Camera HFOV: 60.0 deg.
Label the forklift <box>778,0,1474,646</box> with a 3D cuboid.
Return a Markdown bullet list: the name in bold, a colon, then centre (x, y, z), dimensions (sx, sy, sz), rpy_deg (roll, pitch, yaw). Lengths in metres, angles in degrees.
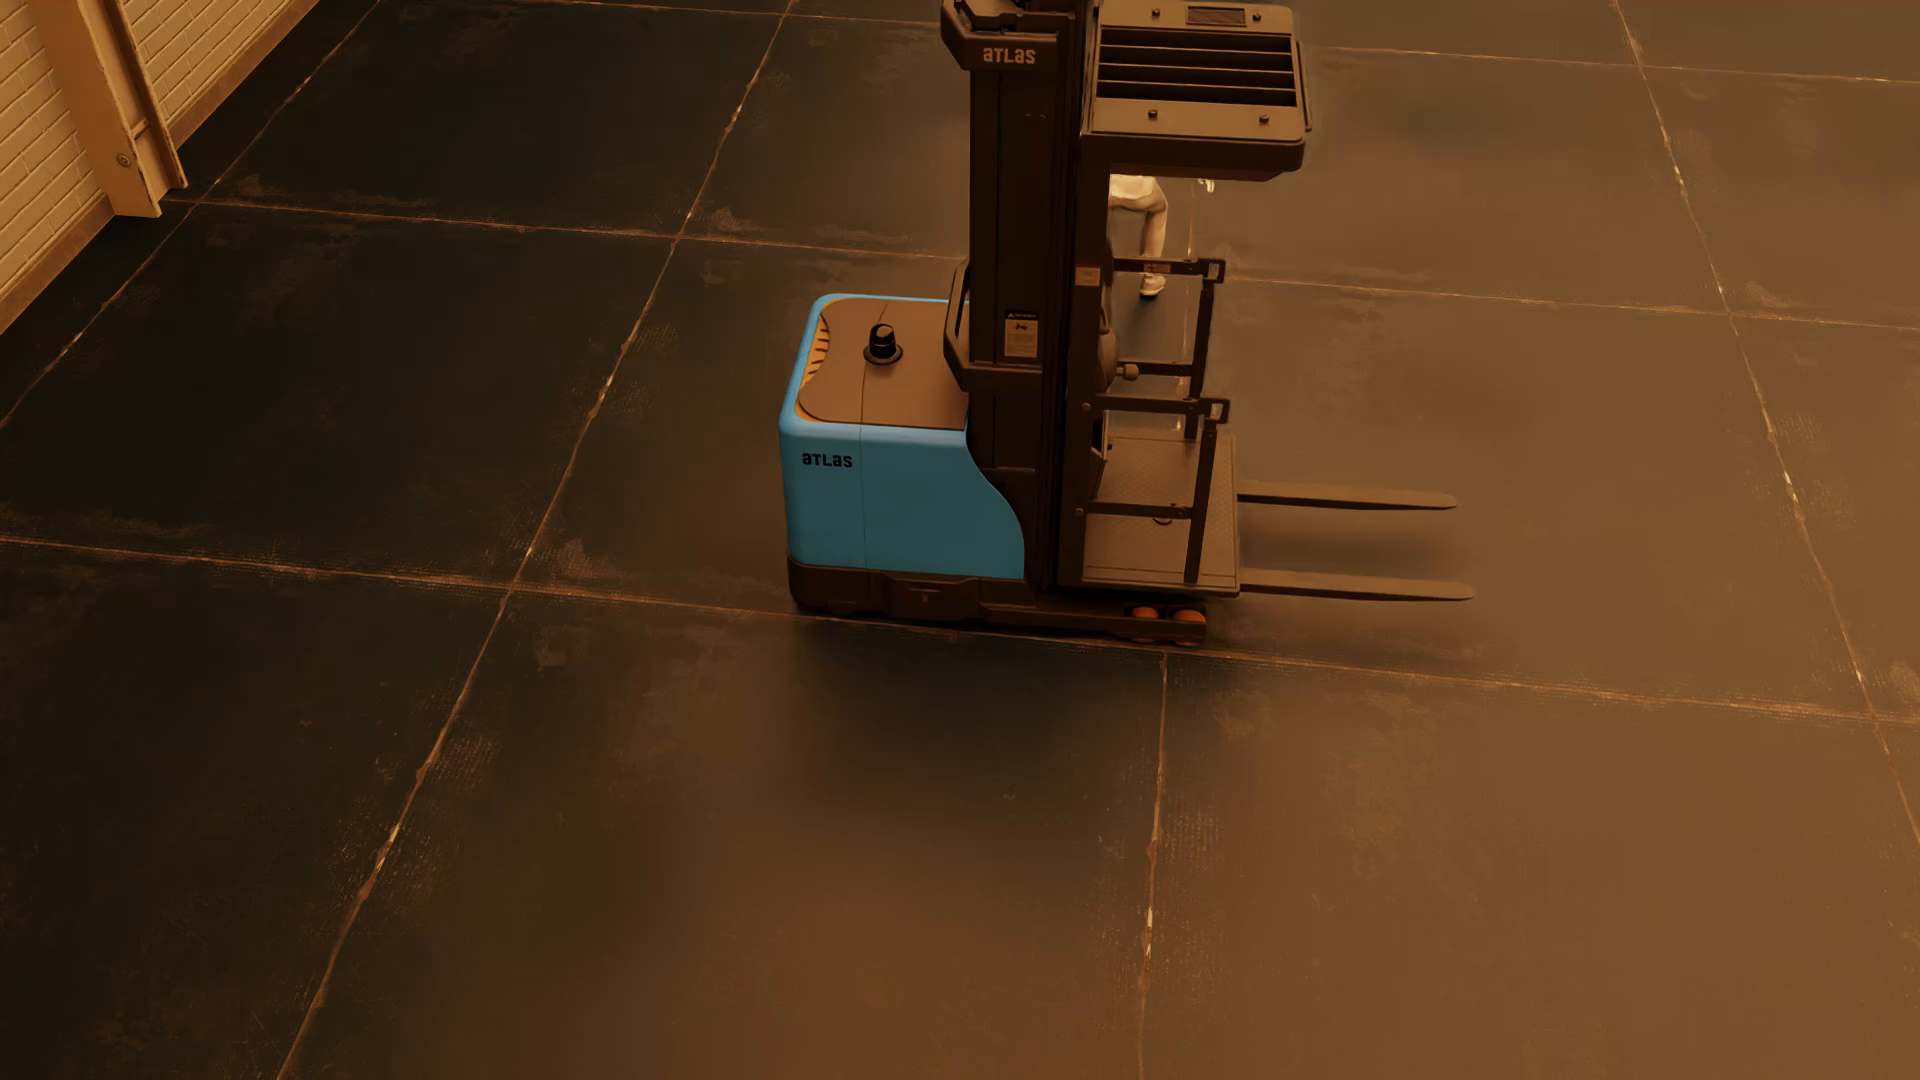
- **forklift**: centre (0.780, -0.990, 6.802), dimensions (3.031, 2.935, 1.130), rpy_deg (4, 43, 4)

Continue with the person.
- **person**: centre (0.884, -1.949, 8.919), dimensions (0.991, 1.553, 0.467), rpy_deg (-1, 43, -1)
